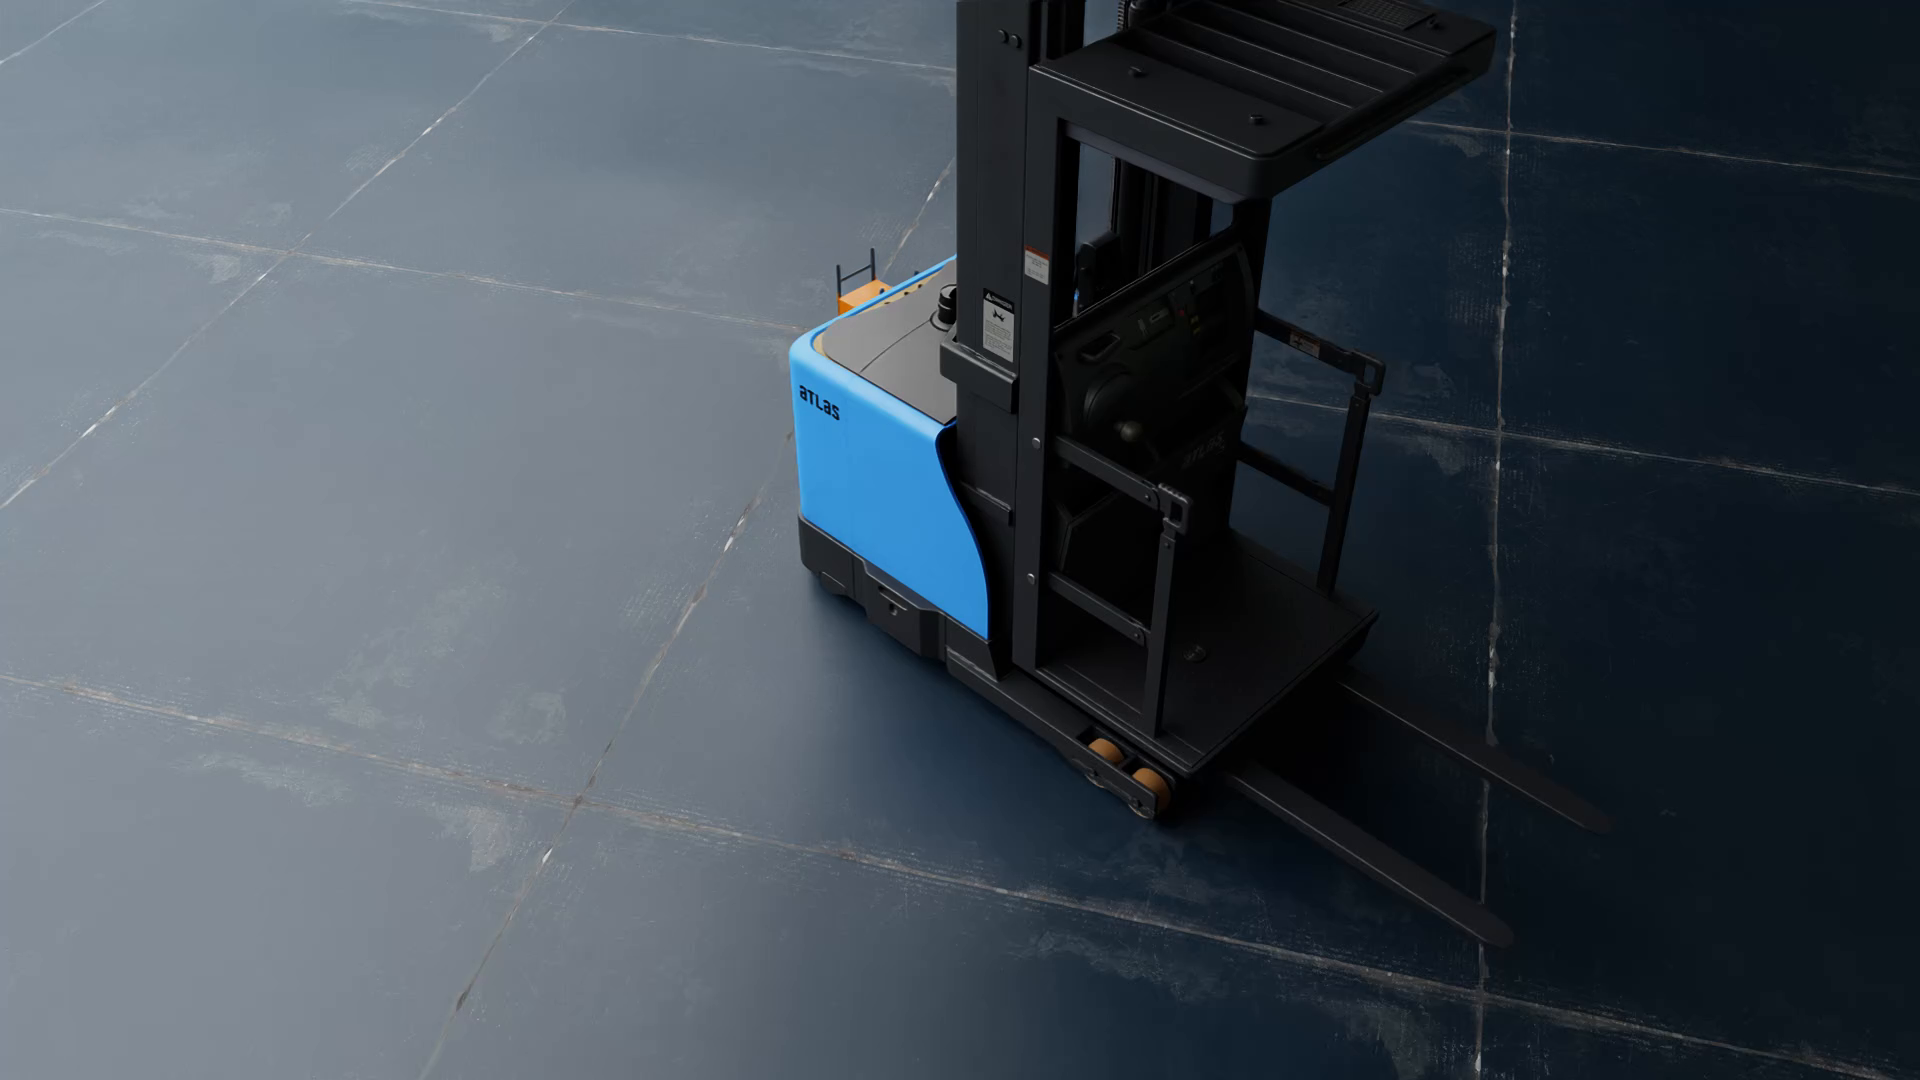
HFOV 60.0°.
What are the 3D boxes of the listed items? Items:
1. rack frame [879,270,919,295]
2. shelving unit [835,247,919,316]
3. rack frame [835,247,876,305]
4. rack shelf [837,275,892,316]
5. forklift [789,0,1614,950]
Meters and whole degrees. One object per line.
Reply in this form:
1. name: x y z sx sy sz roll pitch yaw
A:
1. rack frame: -0.230 -0.582 6.626 0.008 1.050 0.200 32 50 32
2. shelving unit: -0.318 -0.636 6.691 0.252 1.050 0.215 32 50 32
3. rack frame: -0.405 -0.691 6.757 0.008 1.050 0.200 32 50 32
4. rack shelf: -0.318 -0.846 6.516 0.240 0.259 0.215 32 50 32
5. forklift: 0.778 -0.564 5.143 3.031 2.935 1.130 32 50 32
